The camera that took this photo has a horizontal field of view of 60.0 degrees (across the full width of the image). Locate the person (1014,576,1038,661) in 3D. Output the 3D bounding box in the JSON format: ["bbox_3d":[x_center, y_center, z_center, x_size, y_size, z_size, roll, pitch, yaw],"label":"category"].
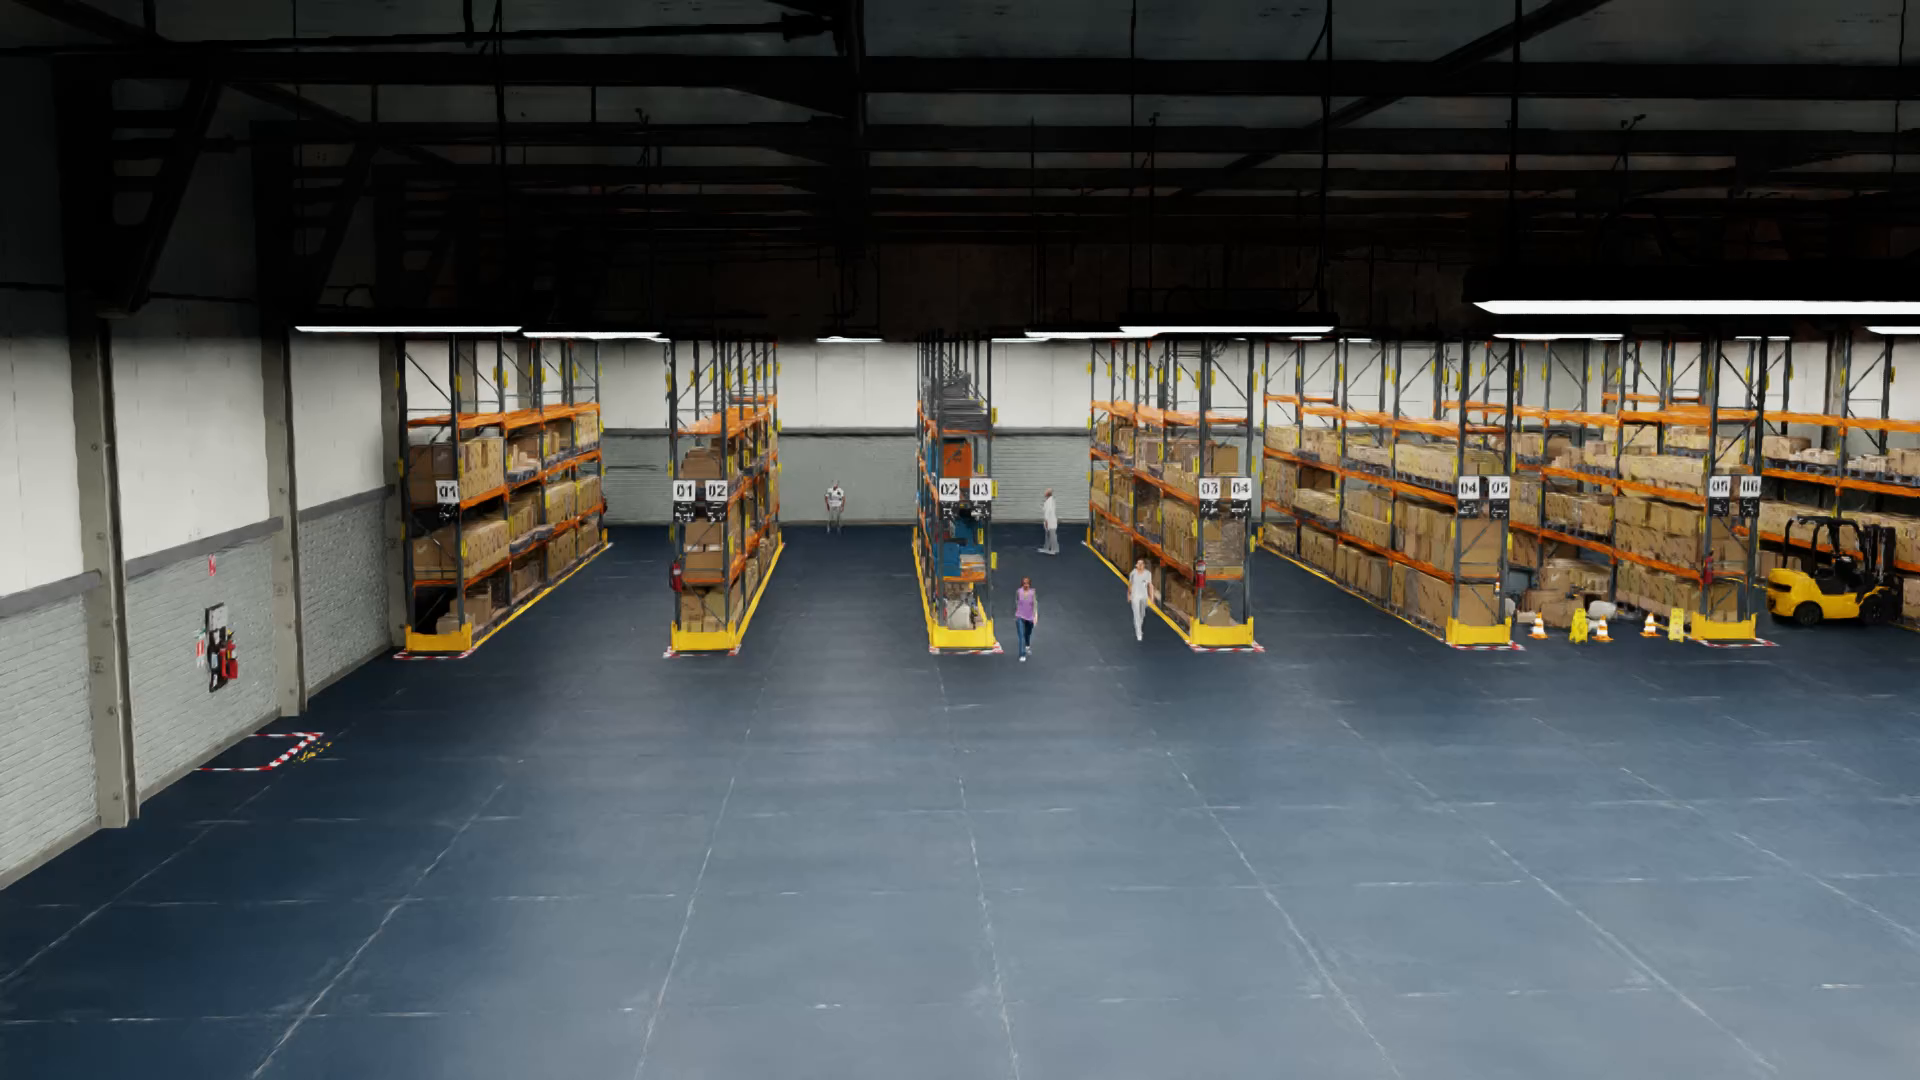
[{"bbox_3d":[1.208,1.394,30.301,0.416,1.525,1.034,0,7,-4],"label":"person"}]

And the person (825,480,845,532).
[{"bbox_3d":[-3.799,-1.038,50.610,0.592,1.625,0.531,-1,7,-5],"label":"person"}]

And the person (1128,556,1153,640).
[{"bbox_3d":[3.518,1.111,32.350,0.455,1.612,1.019,0,7,-3],"label":"person"}]

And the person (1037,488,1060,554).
[{"bbox_3d":[2.424,-0.535,45.464,0.637,1.771,0.709,1,7,8],"label":"person"}]
